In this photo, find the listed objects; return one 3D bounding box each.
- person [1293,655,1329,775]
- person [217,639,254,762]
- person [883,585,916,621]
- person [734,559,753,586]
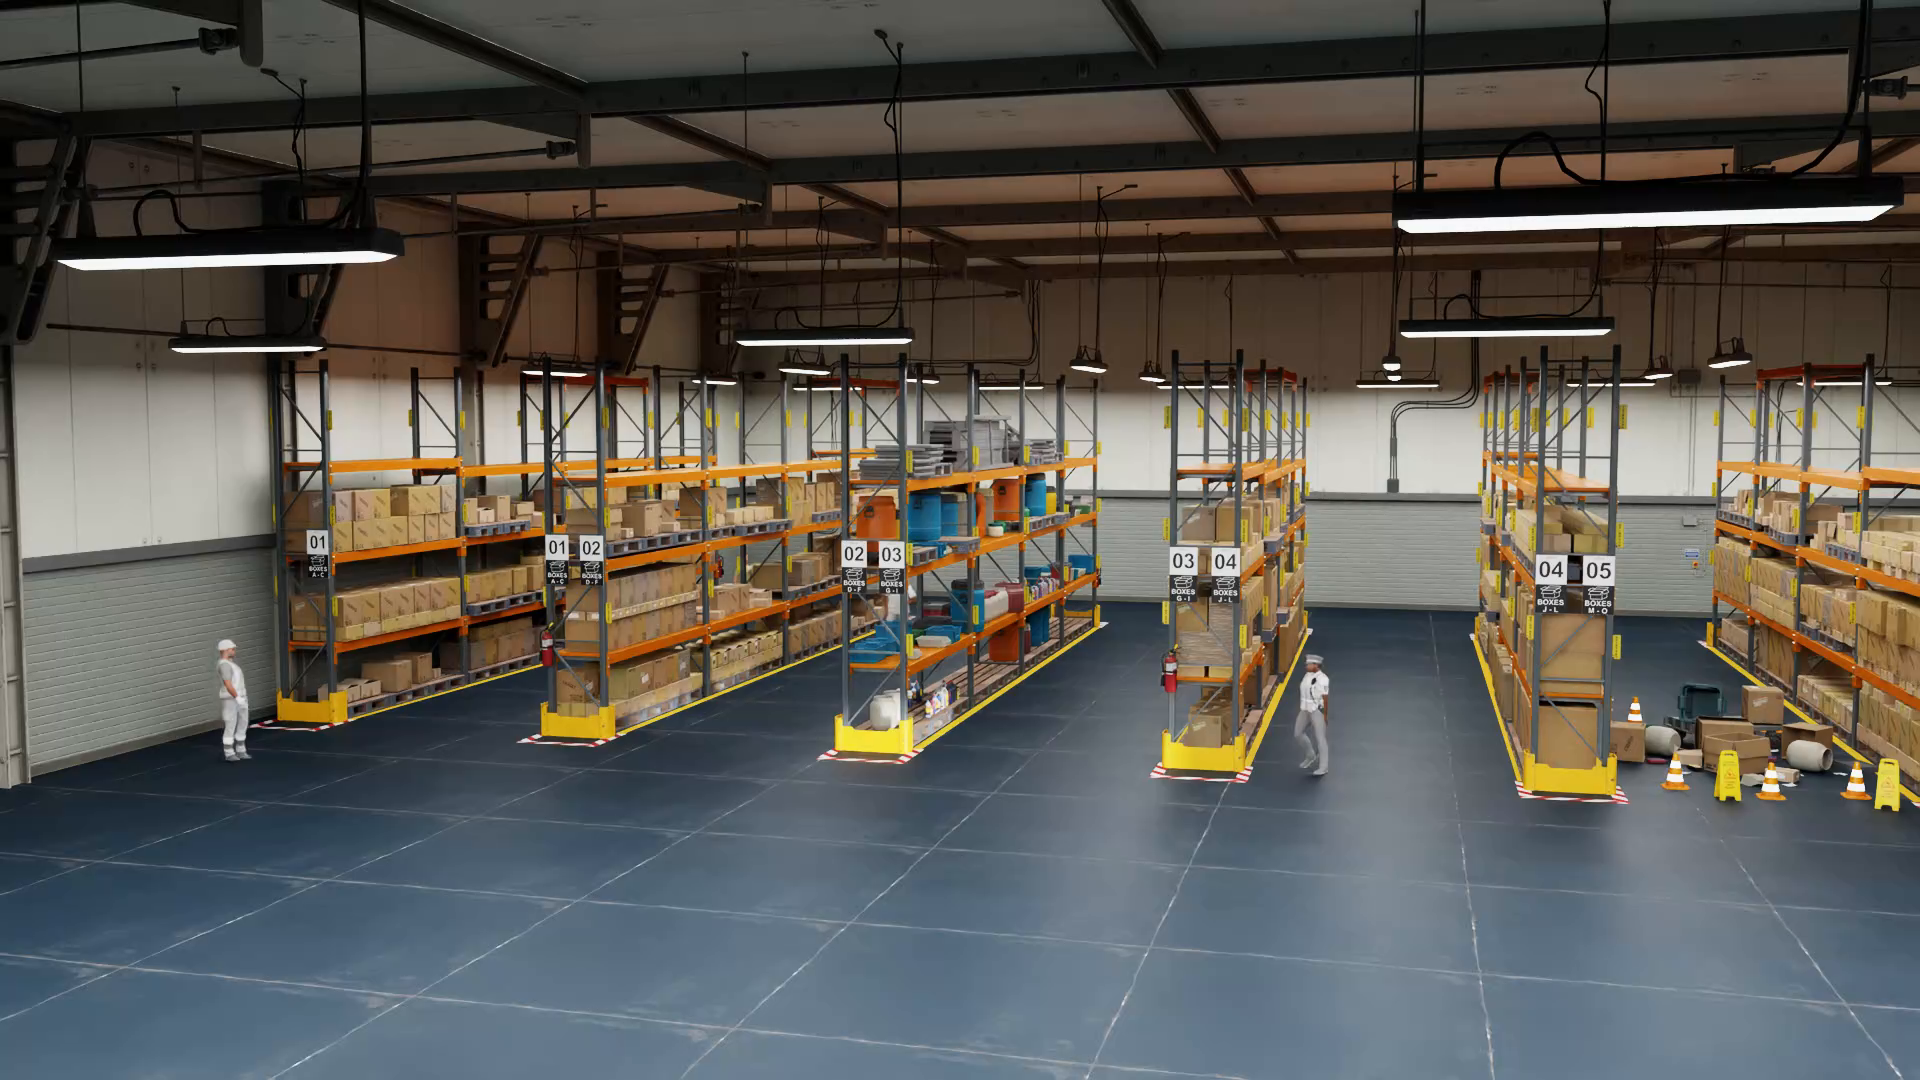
[{"bbox_3d":[5.023,2.460,23.629,0.412,1.692,0.561,-3,5,-33],"label":"person"},{"bbox_3d":[-10.643,2.364,24.463,0.619,1.820,0.596,1,4,10],"label":"person"},{"bbox_3d":[-1.265,1.487,33.912,0.736,1.751,0.847,1,4,20],"label":"person"},{"bbox_3d":[-5.440,1.200,41.629,0.434,1.611,0.977,1,4,10],"label":"person"}]
